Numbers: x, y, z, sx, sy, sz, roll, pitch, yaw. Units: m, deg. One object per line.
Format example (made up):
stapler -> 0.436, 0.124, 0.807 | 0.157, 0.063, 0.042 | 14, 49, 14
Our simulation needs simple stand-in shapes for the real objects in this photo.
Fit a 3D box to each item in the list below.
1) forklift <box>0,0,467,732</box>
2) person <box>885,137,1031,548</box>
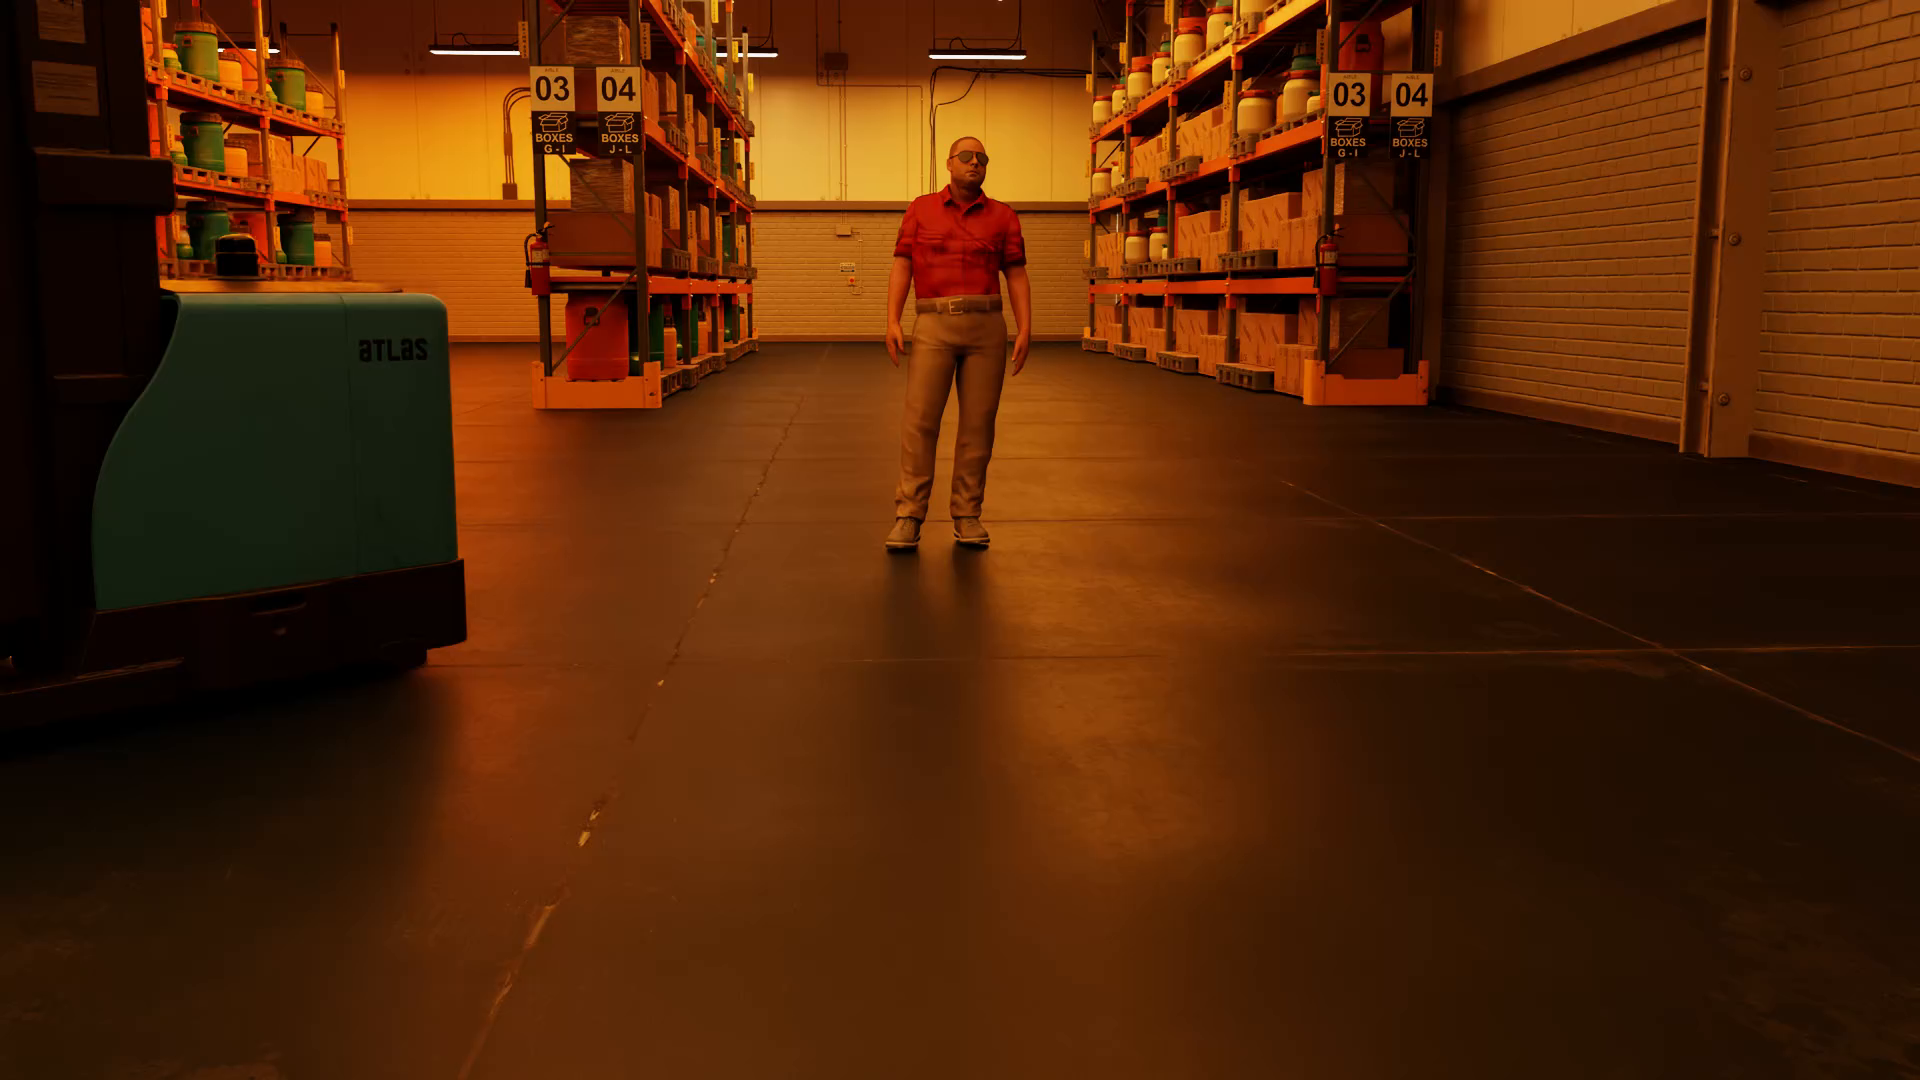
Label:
forklift -> -2.767, -0.965, 3.831 | 1.130, 2.935, 3.031 | 7, 11, 39
person -> -0.006, -0.848, 7.093 | 0.642, 1.724, 0.550 | -1, 8, -4
